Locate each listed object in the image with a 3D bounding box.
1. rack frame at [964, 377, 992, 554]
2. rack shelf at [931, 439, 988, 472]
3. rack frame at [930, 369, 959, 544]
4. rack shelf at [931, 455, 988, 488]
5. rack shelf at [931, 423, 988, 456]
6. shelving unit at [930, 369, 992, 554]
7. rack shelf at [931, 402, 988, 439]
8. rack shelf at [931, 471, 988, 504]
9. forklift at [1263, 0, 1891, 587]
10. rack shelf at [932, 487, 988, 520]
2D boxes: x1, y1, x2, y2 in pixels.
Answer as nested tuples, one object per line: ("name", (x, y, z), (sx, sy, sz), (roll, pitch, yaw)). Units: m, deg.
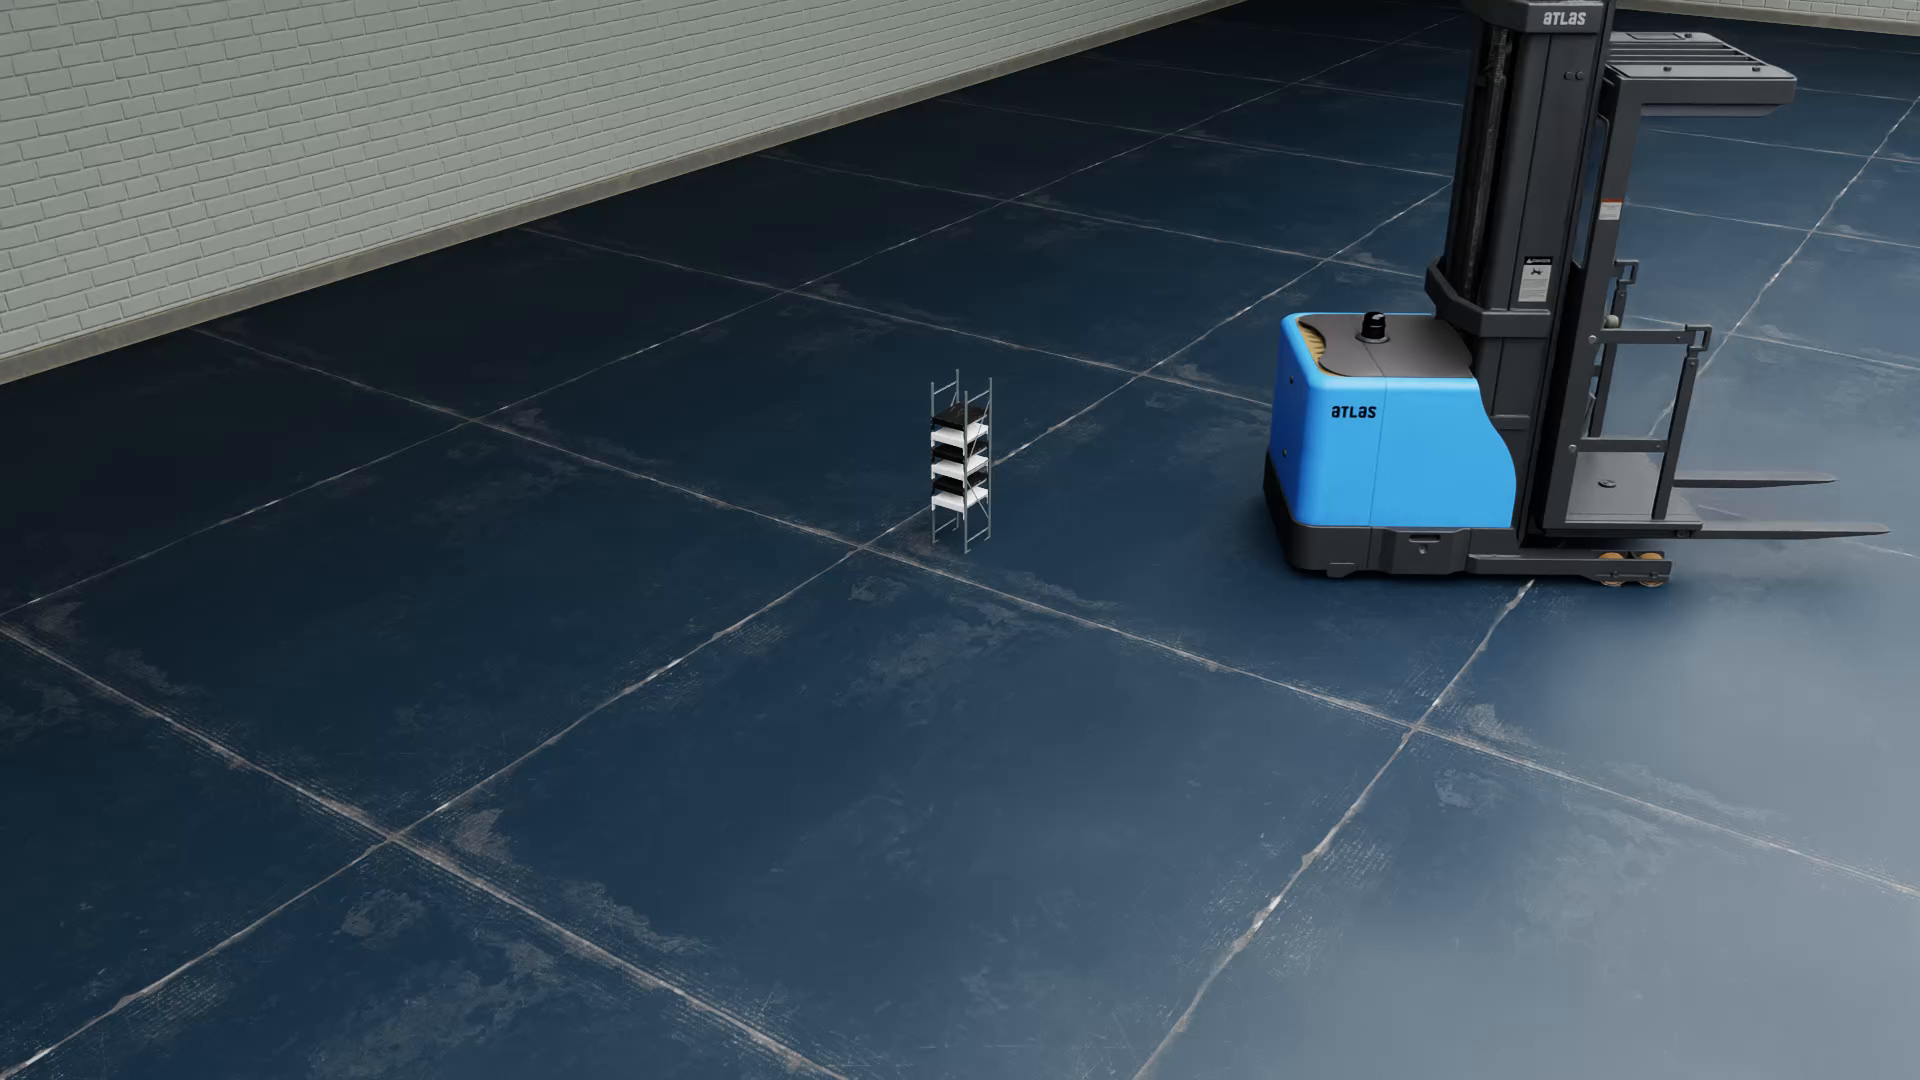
("rack frame", (0.090, -0.373, 8.490), (0.006, 0.900, 0.240), (17, 32, 30))
("rack shelf", (0.007, -0.449, 8.516), (0.200, 0.077, 0.258), (17, 32, 30))
("rack frame", (-0.077, -0.425, 8.593), (0.006, 0.900, 0.240), (17, 32, 30))
("rack shelf", (0.007, -0.369, 8.557), (0.200, 0.077, 0.258), (17, 32, 30))
("rack shelf", (0.007, -0.530, 8.475), (0.200, 0.077, 0.258), (17, 32, 30))
("shelving unit", (0.007, -0.399, 8.542), (0.210, 0.900, 0.258), (17, 32, 30))
("rack shelf", (0.007, -0.610, 8.434), (0.200, 0.077, 0.258), (17, 32, 30))
("rack shelf", (0.007, -0.289, 8.598), (0.200, 0.077, 0.258), (17, 32, 30))
("forklift", (3.172, -1.317, 8.107), (3.031, 2.935, 1.130), (1, 27, 1))
("rack shelf", (0.007, -0.209, 8.639), (0.200, 0.077, 0.258), (17, 32, 30))
